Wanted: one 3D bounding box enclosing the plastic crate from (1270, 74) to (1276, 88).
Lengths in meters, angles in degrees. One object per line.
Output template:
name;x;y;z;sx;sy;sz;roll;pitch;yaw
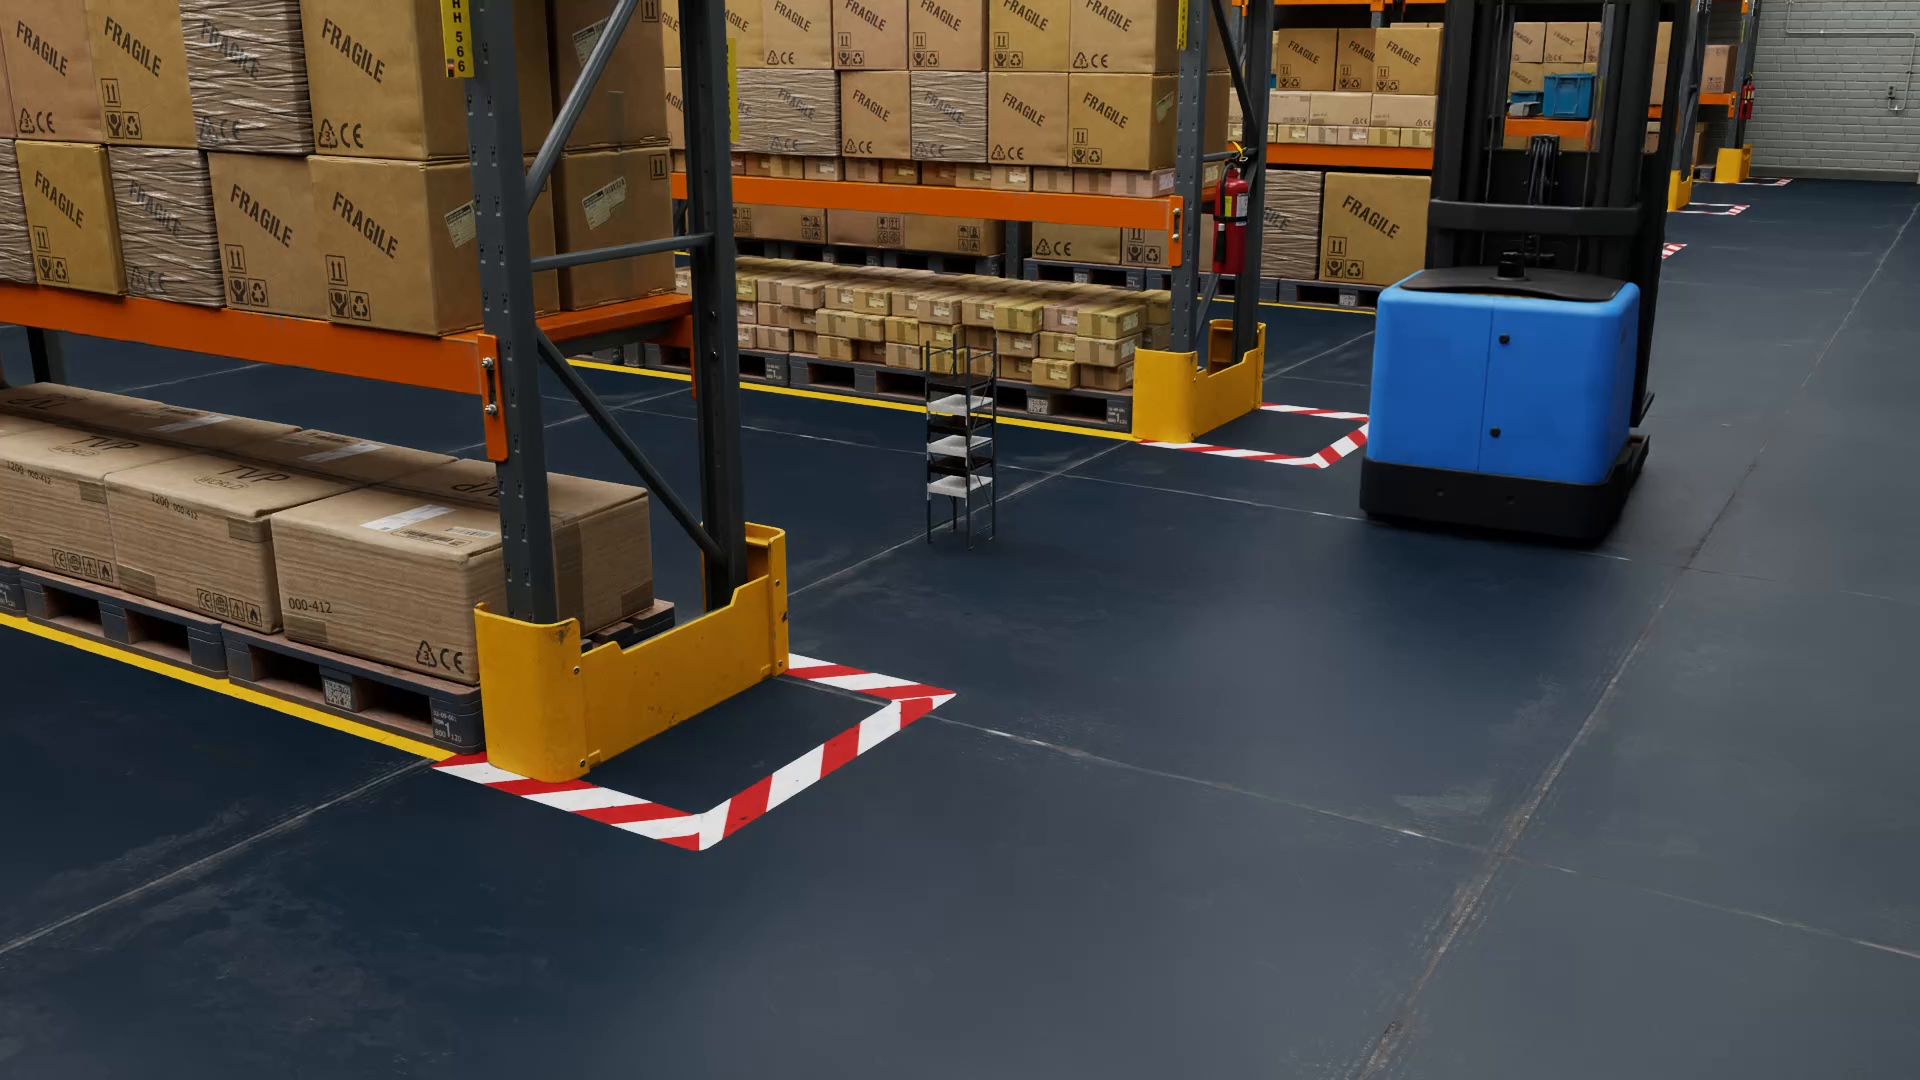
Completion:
plastic crate;3.893;-5.197;19.253;0.575;0.384;0.392;10;20;30

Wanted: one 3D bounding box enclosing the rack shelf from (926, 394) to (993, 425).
rack shelf;0.007;-0.570;7.204;0.200;0.077;0.258;10;20;30

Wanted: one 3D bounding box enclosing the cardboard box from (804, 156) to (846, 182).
cardboard box;-0.739;-2.290;10.191;0.250;0.149;0.380;11;20;32

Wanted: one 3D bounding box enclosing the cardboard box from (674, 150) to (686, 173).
cardboard box;-1.628;-2.457;10.742;0.250;0.149;0.380;11;20;32

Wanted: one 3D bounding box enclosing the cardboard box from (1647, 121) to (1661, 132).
cardboard box;10.839;-6.418;25.810;0.250;0.149;0.380;11;20;32

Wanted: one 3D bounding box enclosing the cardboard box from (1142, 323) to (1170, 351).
cardboard box;1.139;-1.237;9.962;0.250;0.149;0.380;11;20;32

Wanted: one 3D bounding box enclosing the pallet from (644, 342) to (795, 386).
pallet;-1.366;-1.295;11.281;1.213;0.211;1.003;10;20;30

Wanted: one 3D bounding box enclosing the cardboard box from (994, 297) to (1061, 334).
cardboard box;0.397;-1.314;9.704;0.250;0.149;0.380;10;19;29

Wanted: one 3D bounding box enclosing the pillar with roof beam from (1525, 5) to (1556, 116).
pillar with roof beam;7.298;-9.528;23.265;0.400;9.000;9.100;10;20;30

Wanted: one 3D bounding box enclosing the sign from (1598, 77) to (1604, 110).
sign;6.451;-4.493;16.732;0.005;0.325;0.100;10;20;30

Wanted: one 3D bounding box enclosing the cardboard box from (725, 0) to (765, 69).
cardboard box;-1.250;-3.187;10.309;0.500;0.500;0.500;9;19;28

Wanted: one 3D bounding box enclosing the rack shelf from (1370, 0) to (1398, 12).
rack shelf;4.208;-7.784;23.922;4.000;0.370;1.077;10;20;30

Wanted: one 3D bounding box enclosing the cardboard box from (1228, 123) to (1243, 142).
cardboard box;2.355;-3.412;13.886;0.250;0.149;0.380;11;20;31

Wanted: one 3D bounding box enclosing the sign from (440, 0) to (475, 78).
sign;-1.349;-1.408;4.456;0.005;0.325;0.100;10;20;30

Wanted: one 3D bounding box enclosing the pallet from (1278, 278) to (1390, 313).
pallet;3.411;-2.095;13.916;1.213;0.211;1.003;10;20;30

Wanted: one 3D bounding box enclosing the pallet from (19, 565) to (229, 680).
pallet;-2.811;0.173;6.447;1.213;0.211;1.003;10;20;30

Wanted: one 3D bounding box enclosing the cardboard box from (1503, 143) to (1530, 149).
cardboard box;7.516;-5.120;22.614;0.637;0.503;0.797;10;20;30

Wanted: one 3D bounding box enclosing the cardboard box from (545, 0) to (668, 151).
cardboard box;-1.313;-1.543;5.407;0.500;0.500;0.500;10;19;29

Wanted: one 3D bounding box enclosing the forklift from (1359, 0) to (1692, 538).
forklift;2.947;-1.790;8.233;1.130;2.935;3.031;8;19;26

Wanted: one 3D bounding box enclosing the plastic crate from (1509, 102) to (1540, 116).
plastic crate;5.936;-4.536;17.502;0.243;0.136;0.396;10;20;30

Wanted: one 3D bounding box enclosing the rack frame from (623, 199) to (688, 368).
rack frame;-1.957;-2.723;11.183;0.127;3.000;1.000;10;20;30

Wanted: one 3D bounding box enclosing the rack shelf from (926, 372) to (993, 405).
rack shelf;0.007;-0.656;7.178;0.200;0.077;0.258;10;20;30

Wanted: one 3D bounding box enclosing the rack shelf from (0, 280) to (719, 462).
rack shelf;-2.757;-0.833;6.200;4.000;0.370;1.077;10;20;30

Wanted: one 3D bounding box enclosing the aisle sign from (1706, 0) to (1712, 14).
aisle sign;9.533;-7.086;21.076;0.004;0.787;0.394;10;20;30

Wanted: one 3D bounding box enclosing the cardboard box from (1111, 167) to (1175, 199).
cardboard box;1.026;-1.974;9.150;0.250;0.149;0.380;10;20;30

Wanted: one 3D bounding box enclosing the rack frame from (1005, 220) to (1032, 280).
rack frame;0.725;-3.936;15.177;0.127;3.000;1.000;10;20;30

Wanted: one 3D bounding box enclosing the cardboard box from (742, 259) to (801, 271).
cardboard box;-1.279;-1.825;11.389;0.250;0.149;0.380;10;20;31

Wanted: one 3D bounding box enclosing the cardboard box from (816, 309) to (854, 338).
cardboard box;-0.694;-1.379;10.432;0.250;0.149;0.380;10;20;30

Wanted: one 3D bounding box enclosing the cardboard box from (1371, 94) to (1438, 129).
cardboard box;3.582;-3.406;13.179;0.500;0.250;0.500;10;19;29

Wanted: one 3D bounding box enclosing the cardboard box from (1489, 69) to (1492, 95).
cardboard box;7.067;-6.138;22.254;0.500;0.500;0.500;10;20;30

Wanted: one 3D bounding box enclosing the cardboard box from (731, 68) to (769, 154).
cardboard box;-1.241;-2.702;10.430;0.500;0.500;0.500;10;20;30

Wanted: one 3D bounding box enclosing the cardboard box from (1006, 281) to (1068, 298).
cardboard box;0.483;-1.499;10.314;0.250;0.149;0.380;9;19;27

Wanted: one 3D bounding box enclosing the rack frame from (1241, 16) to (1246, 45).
rack frame;5.093;-8.224;29.296;0.127;3.000;1.000;10;20;30

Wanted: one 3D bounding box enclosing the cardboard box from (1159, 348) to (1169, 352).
cardboard box;1.173;-1.110;10.057;0.250;0.149;0.380;11;20;31

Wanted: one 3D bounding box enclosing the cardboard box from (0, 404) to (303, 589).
cardboard box;-3.219;-0.198;6.558;0.875;0.438;0.875;9;19;28

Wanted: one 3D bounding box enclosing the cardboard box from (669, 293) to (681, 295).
cardboard box;-1.815;-1.567;11.051;0.250;0.149;0.380;11;20;33

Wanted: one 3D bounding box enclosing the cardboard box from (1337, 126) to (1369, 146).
cardboard box;3.221;-3.257;13.376;0.250;0.149;0.380;10;20;30

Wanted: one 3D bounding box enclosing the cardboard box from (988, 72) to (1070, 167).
cardboard box;0.498;-2.389;9.400;0.500;0.500;0.500;10;19;29

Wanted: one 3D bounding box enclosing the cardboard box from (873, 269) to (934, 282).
cardboard box;-0.368;-1.674;10.891;0.250;0.149;0.380;9;19;28

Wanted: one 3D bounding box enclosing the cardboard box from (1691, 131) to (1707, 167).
cardboard box;11.261;-6.094;25.861;0.500;0.500;0.700;10;20;30

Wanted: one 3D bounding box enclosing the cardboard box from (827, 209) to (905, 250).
cardboard box;-0.593;-3.348;16.176;0.875;0.875;1.225;9;19;28

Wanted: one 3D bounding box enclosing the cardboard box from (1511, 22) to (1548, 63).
cardboard box;7.485;-6.538;21.853;0.500;0.500;0.500;11;20;32

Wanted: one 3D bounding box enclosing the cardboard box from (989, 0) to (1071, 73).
cardboard box;0.500;-2.868;9.257;0.500;0.500;0.500;9;19;28

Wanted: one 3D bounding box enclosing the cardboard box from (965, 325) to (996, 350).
cardboard box;0.234;-1.248;9.999;0.250;0.149;0.380;10;19;29

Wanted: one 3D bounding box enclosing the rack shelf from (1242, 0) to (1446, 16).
rack shelf;6.798;-9.011;27.963;4.000;0.370;1.077;10;20;30

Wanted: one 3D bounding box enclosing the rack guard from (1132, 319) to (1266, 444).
rack guard;1.387;-0.930;9.582;0.348;0.500;1.175;10;20;30

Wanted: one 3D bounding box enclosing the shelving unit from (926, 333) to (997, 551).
shelving unit;0.007;-0.429;7.246;0.210;0.900;0.258;10;20;30

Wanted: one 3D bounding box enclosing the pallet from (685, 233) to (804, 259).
pallet;-2.051;-3.071;17.129;1.213;0.211;1.003;10;20;30

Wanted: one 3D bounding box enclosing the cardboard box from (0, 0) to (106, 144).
cardboard box;-2.896;-1.639;5.723;0.500;0.500;0.500;10;20;30

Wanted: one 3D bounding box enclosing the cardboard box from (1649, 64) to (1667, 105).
cardboard box;8.797;-5.829;21.237;0.500;0.500;0.500;11;20;32

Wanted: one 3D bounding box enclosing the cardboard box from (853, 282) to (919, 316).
cardboard box;-0.454;-1.496;10.305;0.250;0.149;0.380;10;20;30

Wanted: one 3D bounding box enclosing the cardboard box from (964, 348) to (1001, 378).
cardboard box;0.224;-1.089;9.989;0.250;0.149;0.380;10;20;31

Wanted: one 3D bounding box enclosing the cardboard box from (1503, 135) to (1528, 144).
cardboard box;9.085;-6.482;27.137;0.500;0.500;0.700;10;20;31

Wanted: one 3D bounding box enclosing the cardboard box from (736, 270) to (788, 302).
cardboard box;-1.327;-1.658;10.836;0.250;0.149;0.380;10;19;29

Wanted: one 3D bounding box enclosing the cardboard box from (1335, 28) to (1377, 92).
cardboard box;3.440;-3.973;13.754;0.500;0.500;0.500;10;19;29

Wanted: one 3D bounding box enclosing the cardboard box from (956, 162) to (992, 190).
cardboard box;0.173;-2.136;9.683;0.250;0.149;0.380;9;19;28

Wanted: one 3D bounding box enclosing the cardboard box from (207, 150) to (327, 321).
cardboard box;-2.022;-1.009;5.369;0.500;0.500;0.500;10;19;29

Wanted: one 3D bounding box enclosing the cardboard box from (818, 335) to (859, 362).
cardboard box;-0.688;-1.237;10.476;0.250;0.149;0.380;10;19;29

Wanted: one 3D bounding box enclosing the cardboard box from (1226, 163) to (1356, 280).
cardboard box;2.771;-2.727;14.133;0.875;0.875;0.875;10;20;30
